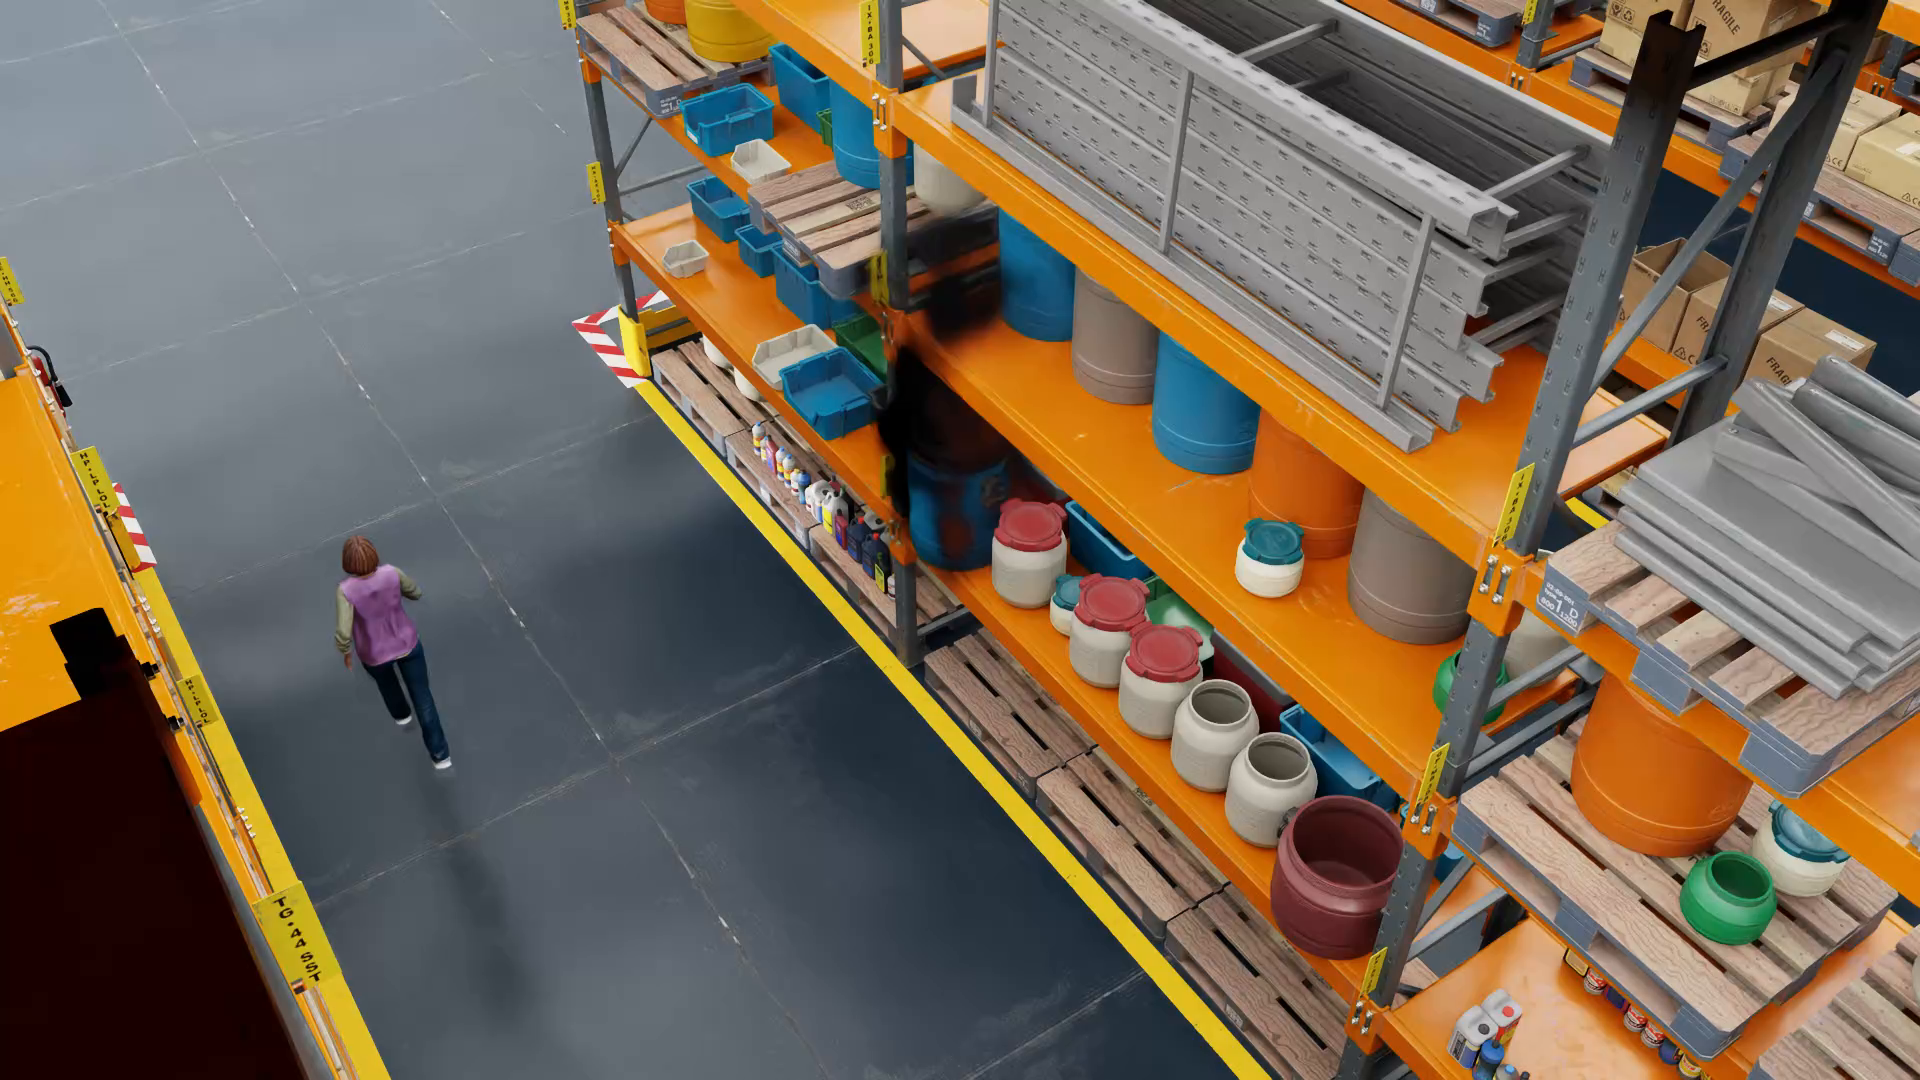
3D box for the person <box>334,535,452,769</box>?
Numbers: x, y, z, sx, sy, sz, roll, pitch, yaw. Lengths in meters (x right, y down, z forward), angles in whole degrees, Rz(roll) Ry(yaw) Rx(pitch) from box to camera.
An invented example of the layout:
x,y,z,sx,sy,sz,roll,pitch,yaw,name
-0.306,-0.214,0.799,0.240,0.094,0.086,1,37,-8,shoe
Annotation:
x,y,z,sx,sy,sz,roll,pitch,yaw,name
-3.229,0.630,9.425,0.545,1.619,0.792,-23,47,-23,person
